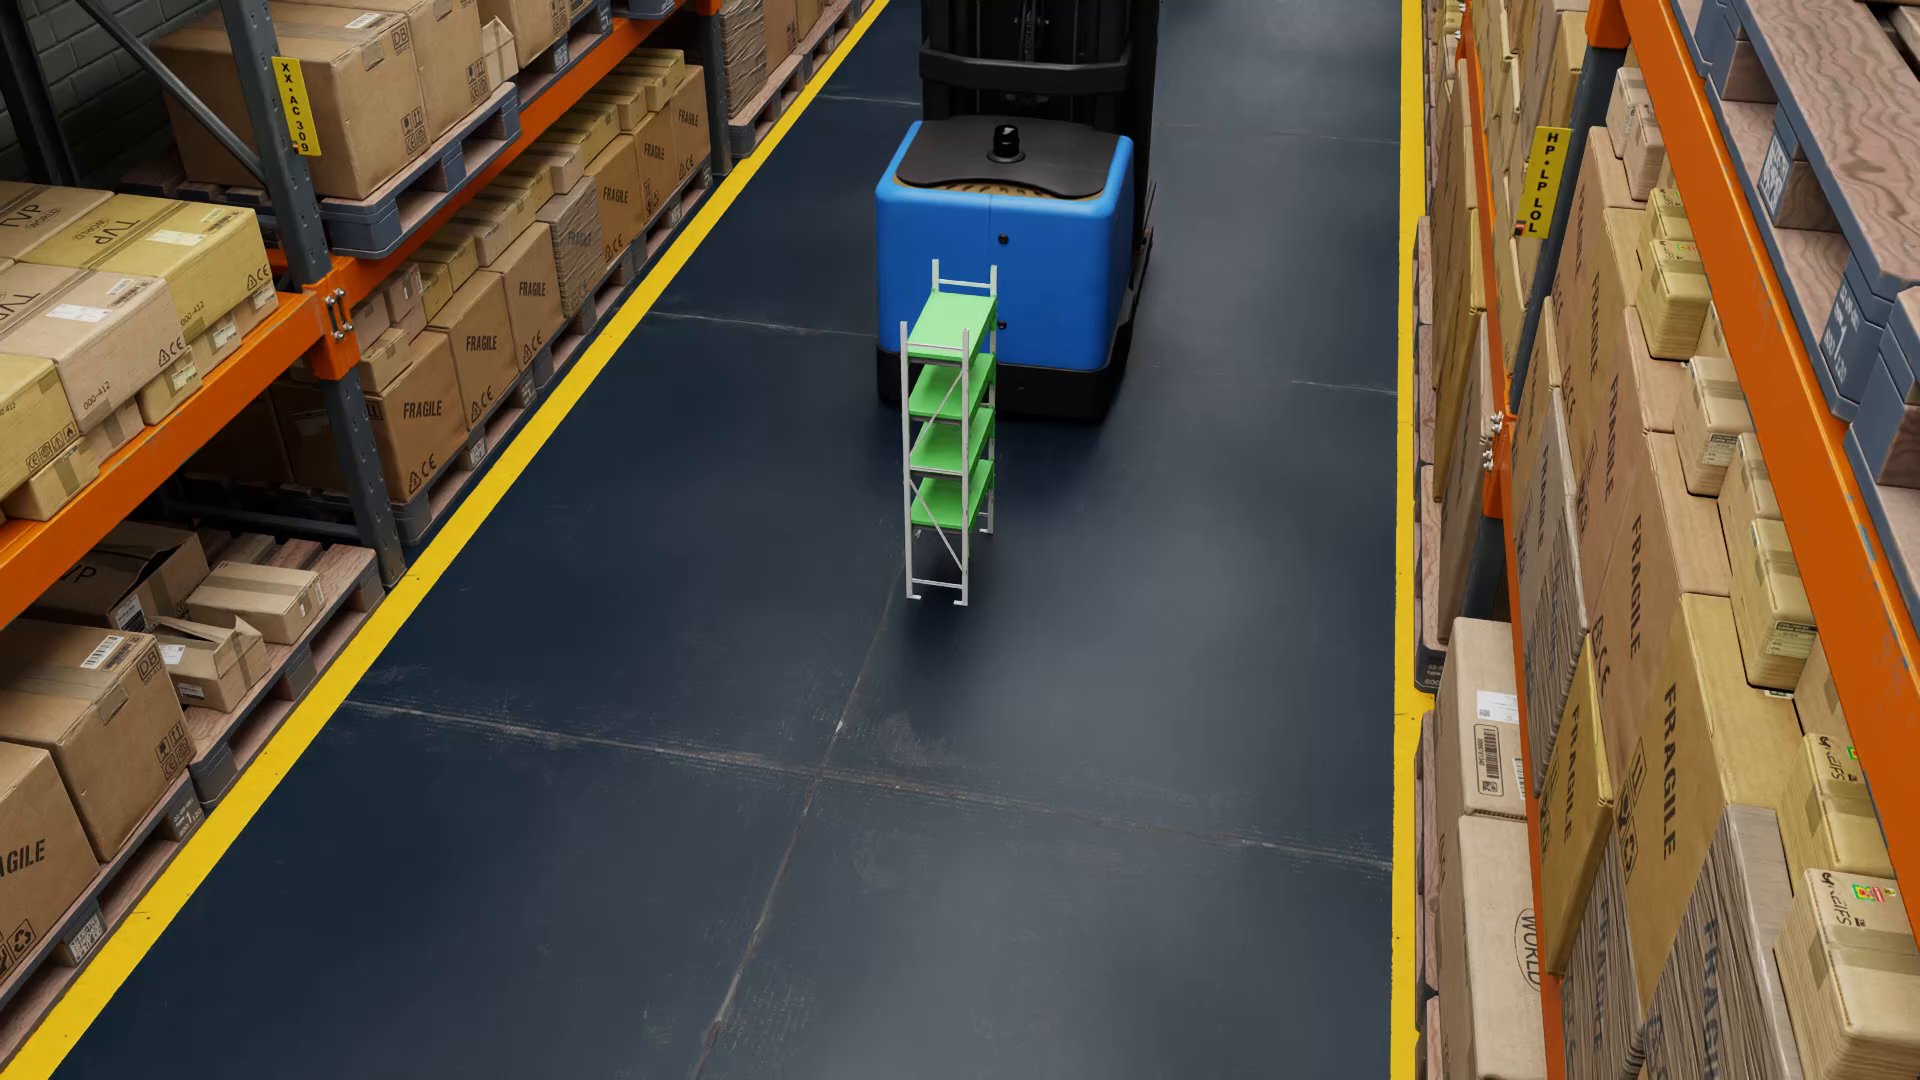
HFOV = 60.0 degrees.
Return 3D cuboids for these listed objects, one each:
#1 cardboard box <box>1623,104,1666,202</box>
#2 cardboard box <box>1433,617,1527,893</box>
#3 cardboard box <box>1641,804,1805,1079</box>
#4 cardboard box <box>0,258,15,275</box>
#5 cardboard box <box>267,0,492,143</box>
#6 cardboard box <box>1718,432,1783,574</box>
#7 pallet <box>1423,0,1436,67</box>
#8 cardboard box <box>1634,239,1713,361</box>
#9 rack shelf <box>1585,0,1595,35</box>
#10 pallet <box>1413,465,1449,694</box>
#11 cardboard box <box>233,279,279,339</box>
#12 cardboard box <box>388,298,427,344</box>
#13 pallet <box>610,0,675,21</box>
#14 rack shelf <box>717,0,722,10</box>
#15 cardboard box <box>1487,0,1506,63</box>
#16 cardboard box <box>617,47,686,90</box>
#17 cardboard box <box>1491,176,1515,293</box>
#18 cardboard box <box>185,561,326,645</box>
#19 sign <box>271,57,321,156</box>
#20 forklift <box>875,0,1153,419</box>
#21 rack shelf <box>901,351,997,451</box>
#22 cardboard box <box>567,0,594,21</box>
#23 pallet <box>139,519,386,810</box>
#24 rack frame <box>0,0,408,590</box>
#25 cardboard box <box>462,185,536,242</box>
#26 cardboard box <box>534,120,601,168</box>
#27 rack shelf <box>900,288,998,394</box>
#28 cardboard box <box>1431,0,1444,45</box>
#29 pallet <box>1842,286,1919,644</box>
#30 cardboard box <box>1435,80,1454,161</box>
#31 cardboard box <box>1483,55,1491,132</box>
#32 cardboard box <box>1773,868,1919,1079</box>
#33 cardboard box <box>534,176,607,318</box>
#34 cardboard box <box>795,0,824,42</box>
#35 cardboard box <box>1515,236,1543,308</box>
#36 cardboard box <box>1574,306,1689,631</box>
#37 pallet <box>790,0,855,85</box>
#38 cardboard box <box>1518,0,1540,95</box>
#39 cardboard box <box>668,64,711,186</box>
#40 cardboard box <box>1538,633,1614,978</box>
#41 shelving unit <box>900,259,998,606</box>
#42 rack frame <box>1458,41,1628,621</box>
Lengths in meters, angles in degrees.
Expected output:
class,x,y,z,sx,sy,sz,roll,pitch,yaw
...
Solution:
class,x,y,z,sx,sy,sz,roll,pitch,yaw
cardboard box,1.803,-0.908,3.957,0.380,0.149,0.250,8,37,11
cardboard box,1.924,0.716,5.031,0.875,0.438,0.875,7,36,9
cardboard box,1.262,0.741,2.234,0.500,0.500,0.500,7,37,10
cardboard box,-3.157,-0.639,4.949,0.500,0.250,0.500,7,37,10
cardboard box,-2.254,-1.874,6.337,0.700,0.500,0.500,8,37,10
cardboard box,1.483,-0.030,2.745,0.380,0.149,0.250,8,37,11
pallet,3.707,-3.508,11.411,1.003,0.211,1.213,7,37,10
cardboard box,1.592,-0.473,3.356,0.380,0.149,0.250,6,36,9
rack shelf,2.590,-2.567,5.793,1.077,0.370,4.000,7,37,10
pallet,2.254,0.180,6.322,1.003,0.211,1.213,7,37,10
cardboard box,-2.508,-0.801,5.514,0.380,0.149,0.250,8,37,11
cardboard box,-2.367,-0.879,6.626,0.380,0.149,0.250,6,36,9
pallet,-1.909,-2.936,8.408,1.213,0.211,1.003,7,37,10
rack shelf,-1.405,-4.266,10.693,1.077,0.370,4.000,7,37,10
cardboard box,2.438,-2.092,6.783,0.500,0.250,0.500,7,37,10
cardboard box,-1.690,-2.516,8.885,0.380,0.149,0.250,6,36,8
cardboard box,2.123,-1.017,5.725,0.500,0.250,0.500,7,36,9
cardboard box,-2.519,0.223,5.958,0.380,0.149,0.250,6,36,9
sign,-2.155,-1.404,5.394,0.100,0.325,0.005,7,37,10
forklift,0.411,-2.585,7.819,1.130,2.935,3.031,7,36,9
rack shelf,-0.035,-0.534,6.164,0.258,0.148,0.480,7,37,10
cardboard box,-2.000,-2.664,7.423,0.797,0.503,0.637,7,36,9
pallet,-2.834,0.405,6.011,1.003,0.211,1.213,7,37,10
rack frame,-2.687,-1.117,5.736,1.000,3.000,0.127,7,37,10
cardboard box,-2.133,-1.467,7.437,0.380,0.149,0.250,9,37,12
cardboard box,-1.971,-1.922,8.065,0.380,0.149,0.250,7,36,9
rack shelf,-0.035,-0.728,6.023,0.258,0.148,0.480,7,37,10
cardboard box,3.612,-3.476,10.872,0.950,0.372,0.625,10,37,13
pallet,1.457,0.191,1.451,1.003,0.211,1.213,7,37,10
cardboard box,3.148,-2.219,9.137,0.950,0.372,0.625,5,36,7
cardboard box,2.457,-1.884,6.921,0.500,0.250,0.500,8,37,12
cardboard box,1.193,0.550,1.945,0.380,0.149,0.250,7,37,10
cardboard box,-2.032,-1.413,7.916,0.500,0.500,0.500,6,36,8
cardboard box,-1.410,-3.737,11.015,0.875,0.625,0.625,6,36,8
cardboard box,2.020,-0.922,5.168,0.500,0.250,0.500,7,37,10
cardboard box,1.590,-0.119,3.421,0.500,0.500,0.500,8,37,11
pallet,-1.356,-3.446,11.325,1.003,0.211,1.213,7,37,10
cardboard box,2.244,-1.816,5.762,0.500,0.500,0.500,8,37,11
cardboard box,-1.713,-2.299,9.138,0.500,0.500,0.500,8,37,11
cardboard box,1.473,0.566,3.328,0.500,0.500,0.500,8,37,11
shelving unit,-0.035,-0.391,6.267,0.258,1.200,0.503,7,37,10
rack frame,2.163,-0.497,4.880,1.000,3.000,0.127,7,37,10
